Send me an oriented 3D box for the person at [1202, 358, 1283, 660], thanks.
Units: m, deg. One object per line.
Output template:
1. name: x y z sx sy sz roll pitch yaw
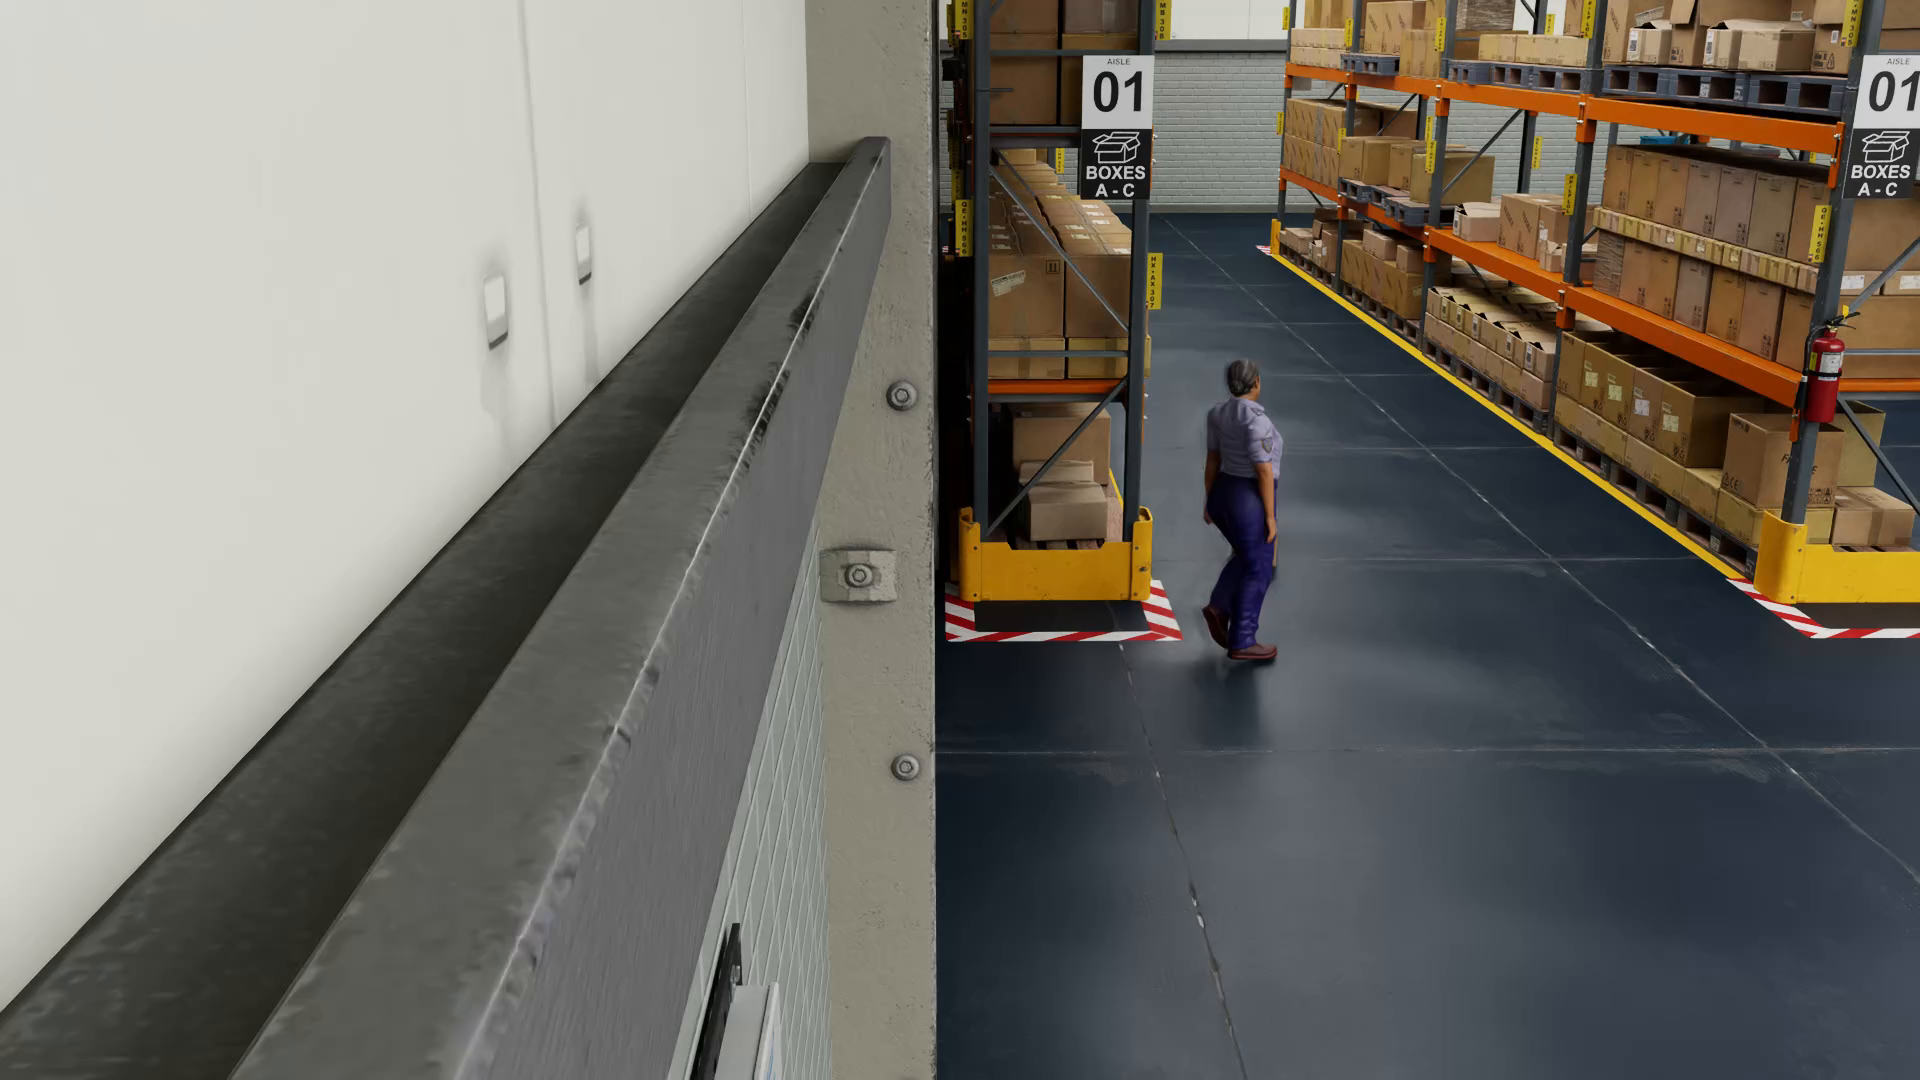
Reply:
1. person: 1.578 -0.179 9.094 0.432 1.639 0.536 -8 19 -25
